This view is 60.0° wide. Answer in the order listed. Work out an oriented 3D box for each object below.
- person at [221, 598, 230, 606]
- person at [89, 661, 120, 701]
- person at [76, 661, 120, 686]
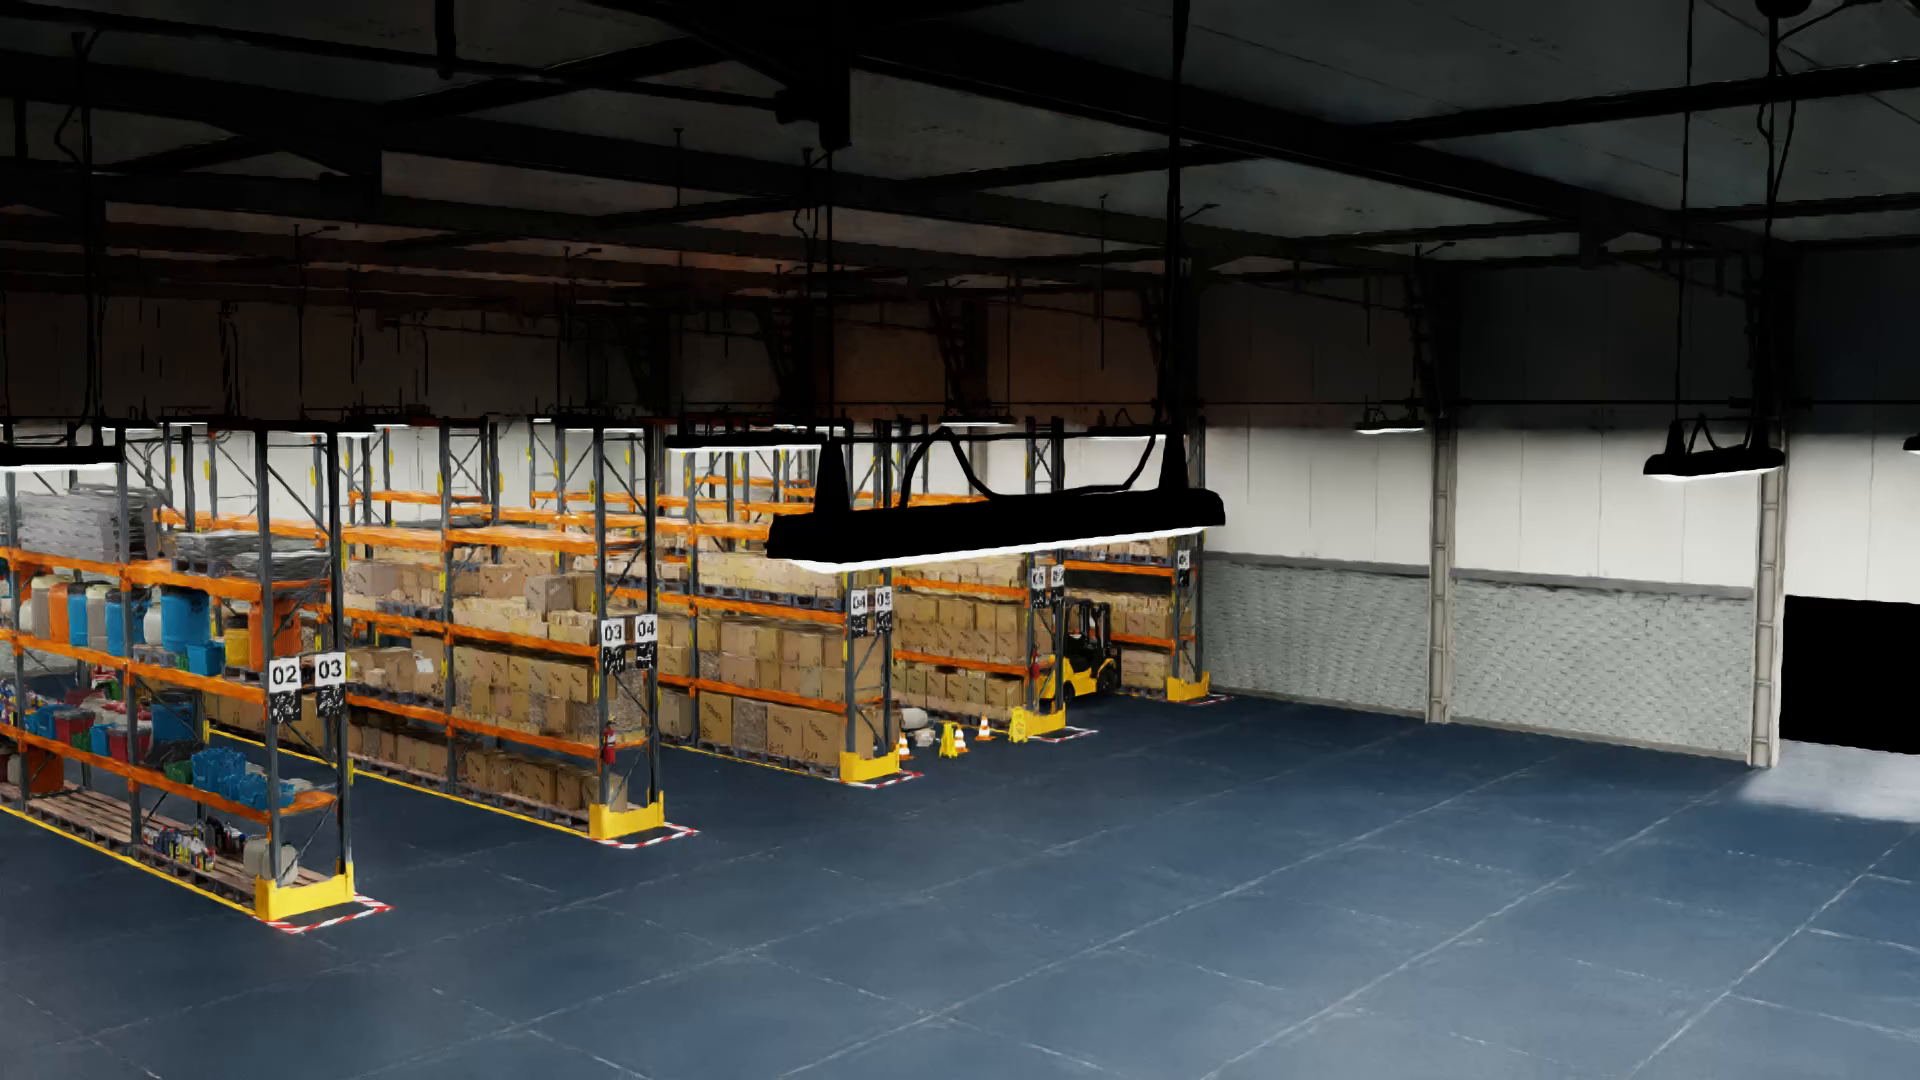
[{"bbox_3d":[-17.413,2.203,39.649,0.638,1.655,0.448,1,5,10],"label":"person"},{"bbox_3d":[-16.857,2.740,32.794,1.120,1.706,0.553,4,7,43],"label":"person"},{"bbox_3d":[-19.332,2.383,37.097,0.805,1.722,0.685,2,5,23],"label":"person"}]
